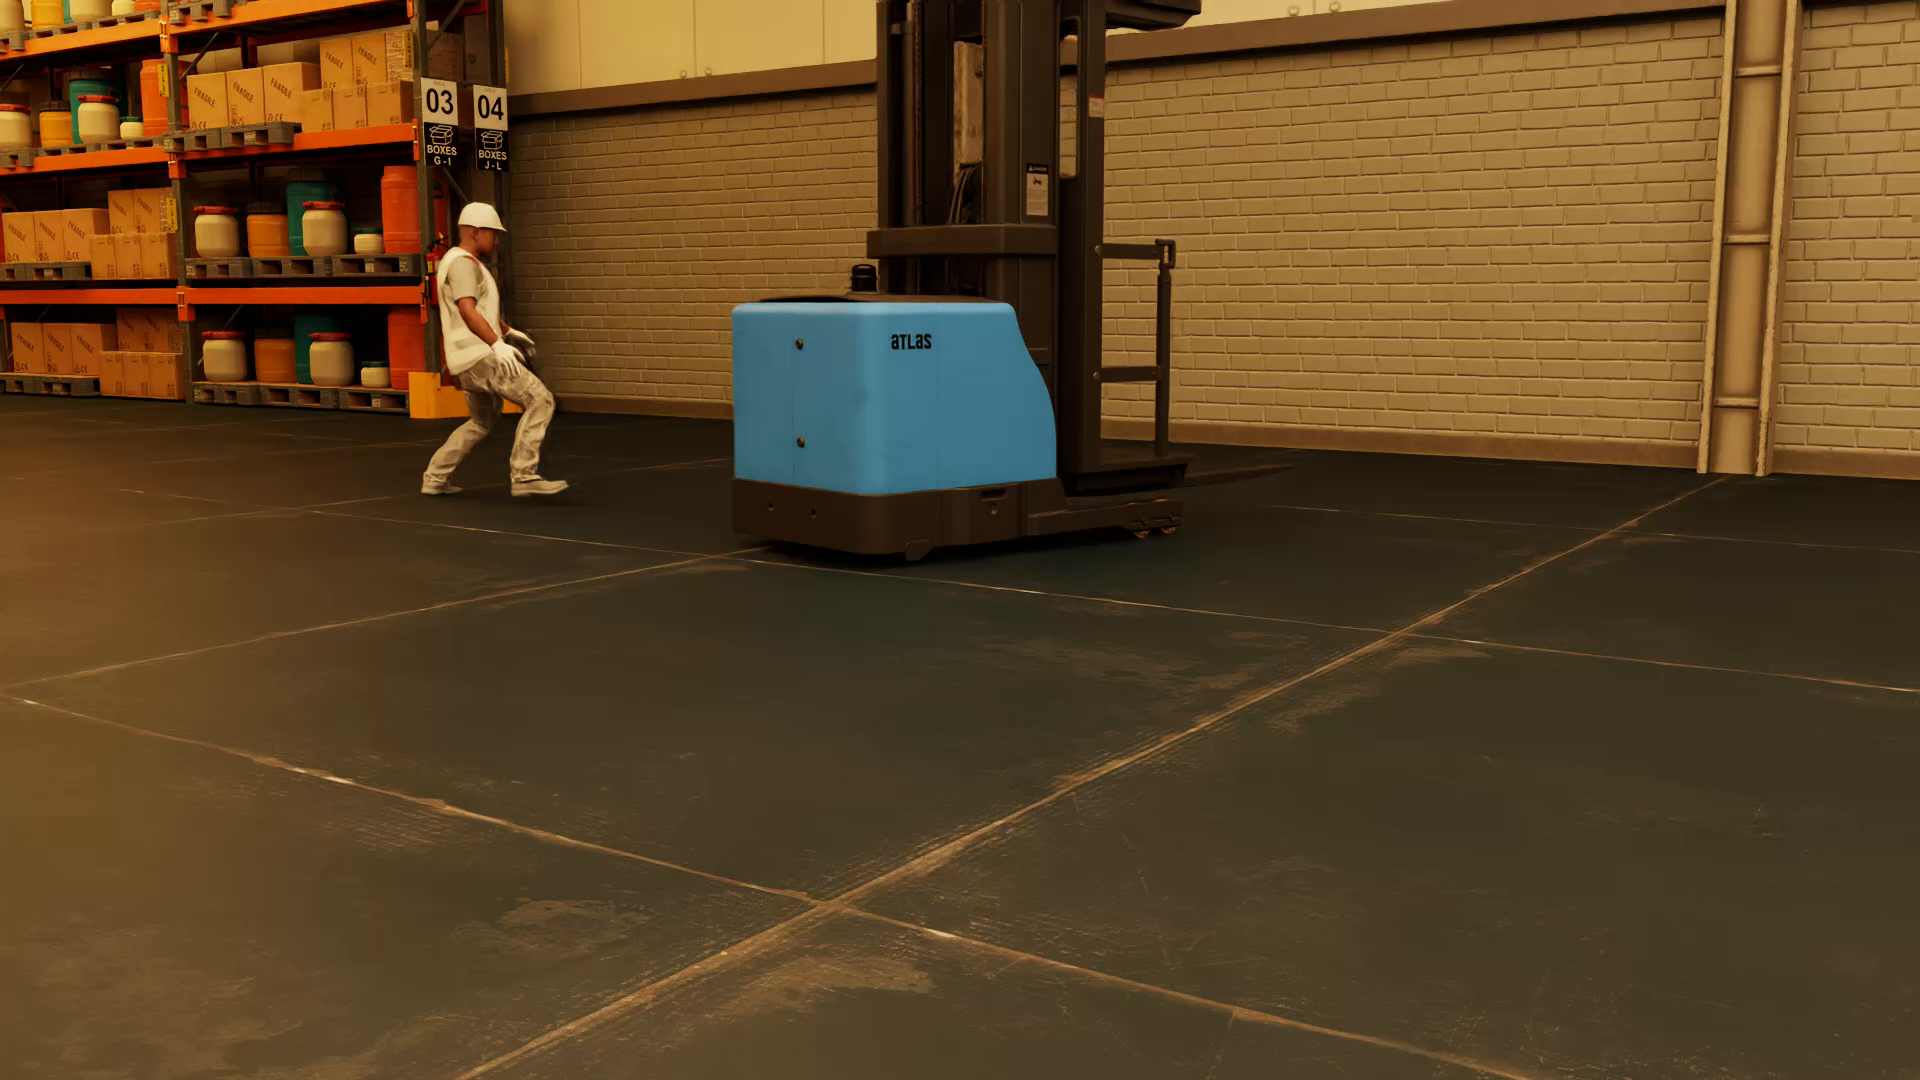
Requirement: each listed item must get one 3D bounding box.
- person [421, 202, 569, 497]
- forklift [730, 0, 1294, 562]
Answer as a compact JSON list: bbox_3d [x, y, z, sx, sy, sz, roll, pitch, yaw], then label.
[{"bbox_3d":[-2.604,-1.027,9.175,0.780,1.639,1.013,-2,8,-17],"label":"person"},{"bbox_3d":[0.416,-1.512,7.826,3.031,2.935,1.130,-7,11,-42],"label":"forklift"}]
